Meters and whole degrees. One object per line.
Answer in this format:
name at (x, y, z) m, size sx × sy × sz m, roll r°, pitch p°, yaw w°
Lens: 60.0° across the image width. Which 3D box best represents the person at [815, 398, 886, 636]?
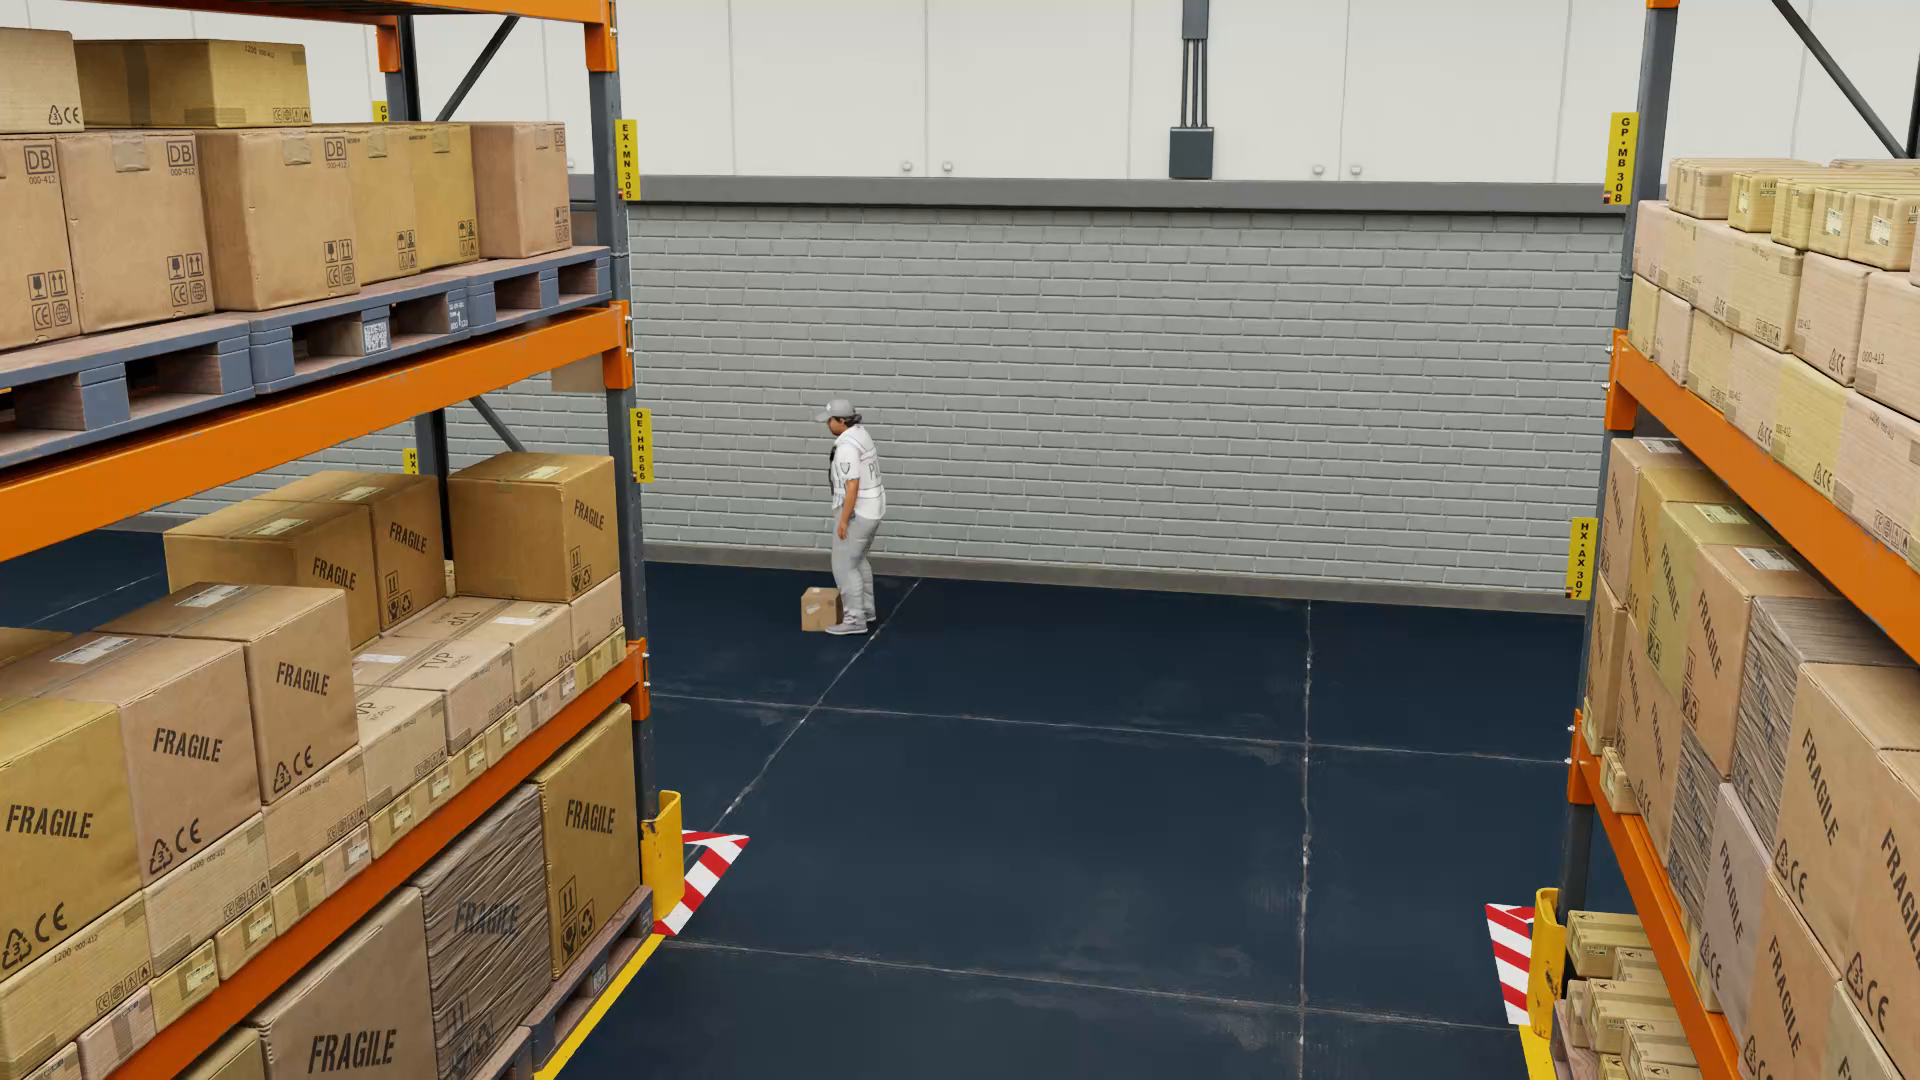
person at (-0.764, -0.178, 11.678) m, size 0.467 × 1.665 × 0.543 m, roll 2°, pitch 15°, yaw 9°
